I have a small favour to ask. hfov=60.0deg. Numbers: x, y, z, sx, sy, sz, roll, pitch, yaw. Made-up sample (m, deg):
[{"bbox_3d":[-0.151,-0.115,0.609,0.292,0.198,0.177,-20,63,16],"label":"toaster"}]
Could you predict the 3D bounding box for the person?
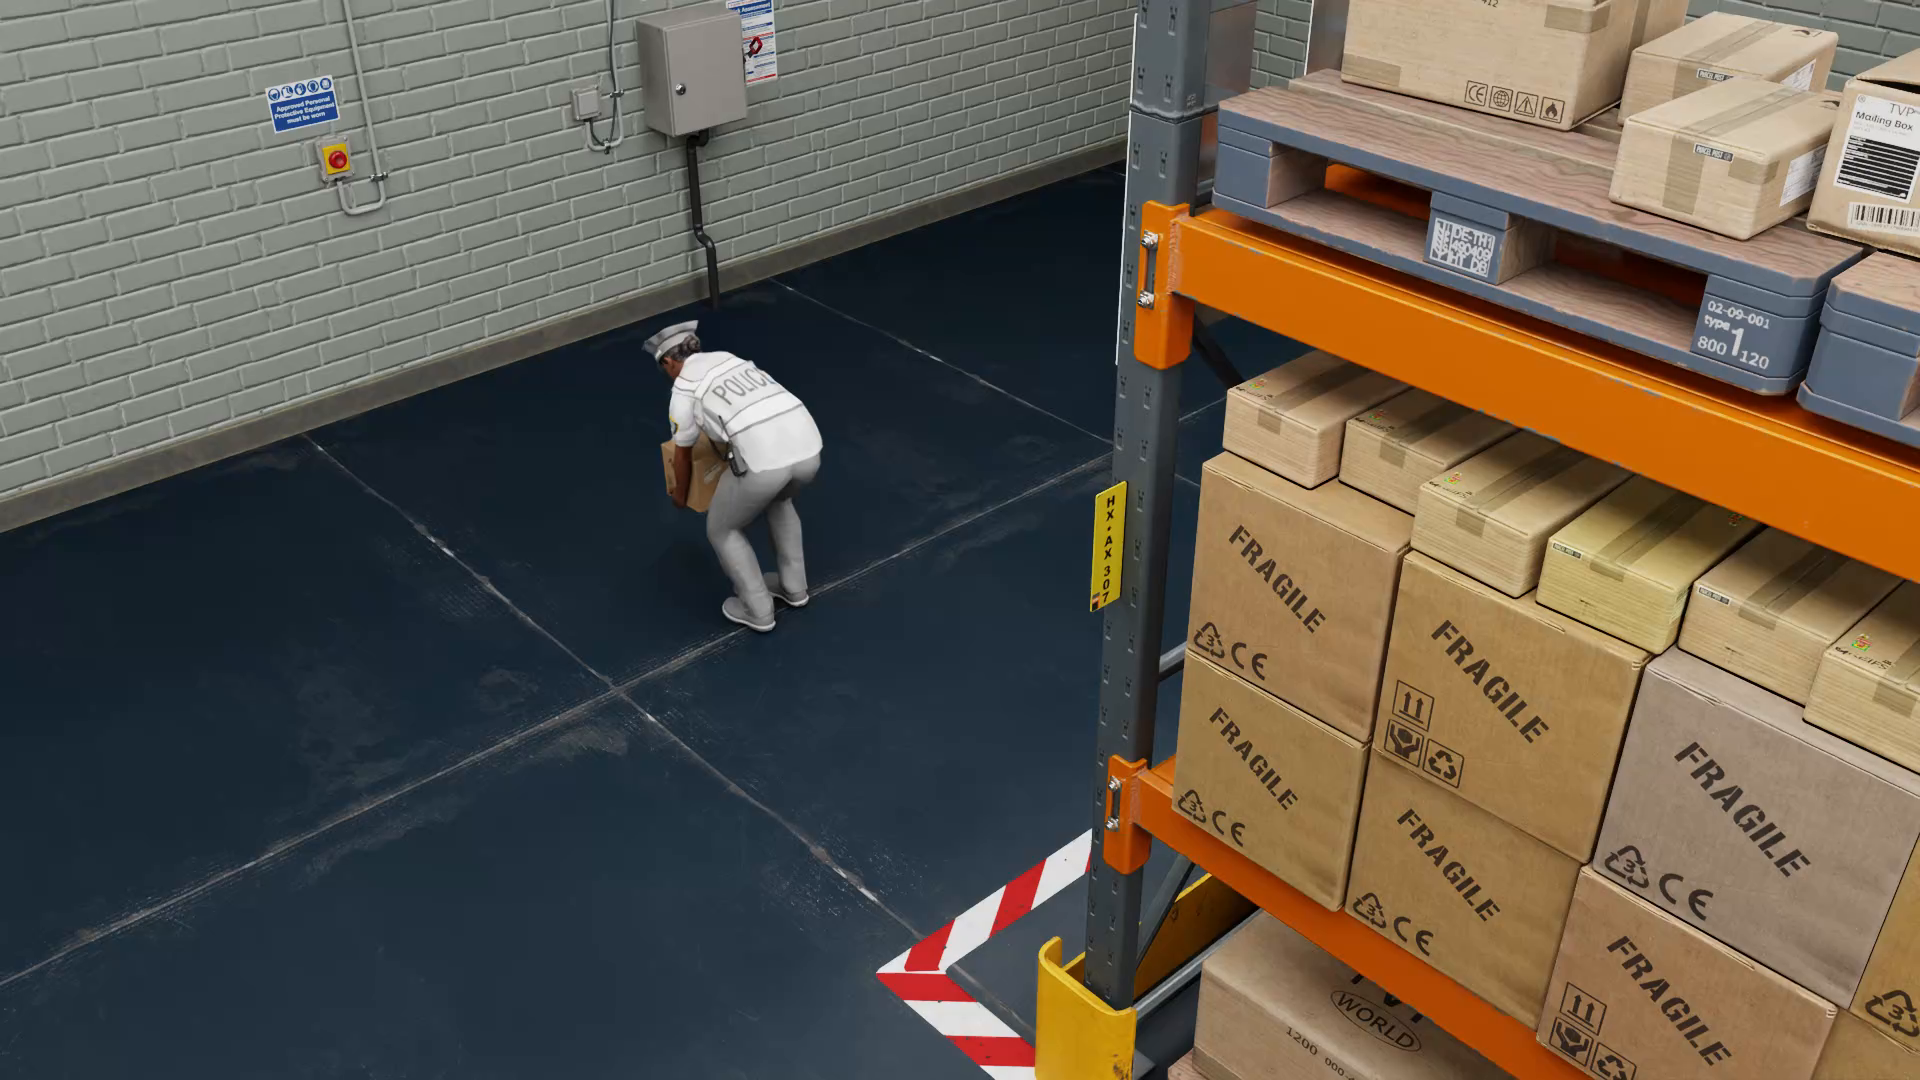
[{"bbox_3d":[-0.959,-0.280,7.027,0.915,1.200,0.430,28,41,37],"label":"person"}]
